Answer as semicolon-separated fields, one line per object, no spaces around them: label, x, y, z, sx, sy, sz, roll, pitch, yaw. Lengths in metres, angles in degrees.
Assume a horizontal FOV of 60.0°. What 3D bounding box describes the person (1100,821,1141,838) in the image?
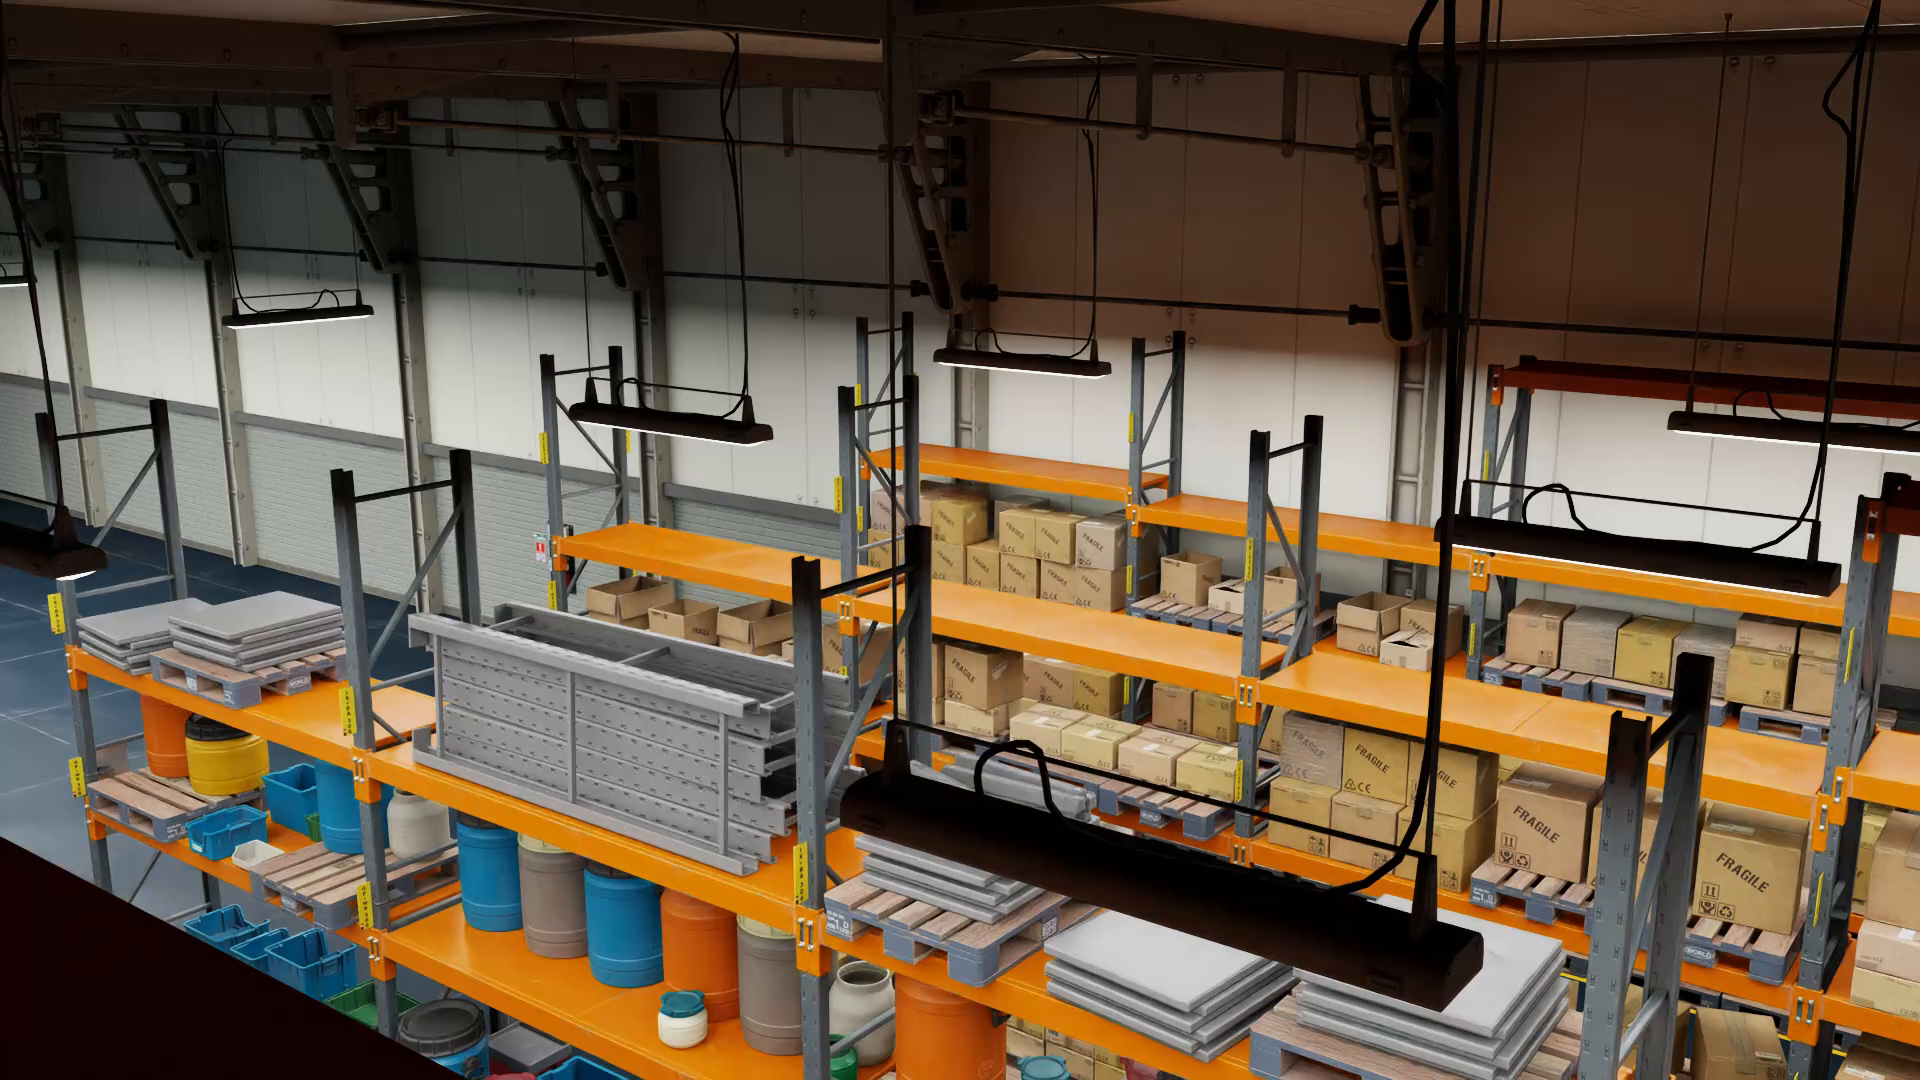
person;1.674;3.125;17.893;1.159;1.725;0.587;5;14;22
